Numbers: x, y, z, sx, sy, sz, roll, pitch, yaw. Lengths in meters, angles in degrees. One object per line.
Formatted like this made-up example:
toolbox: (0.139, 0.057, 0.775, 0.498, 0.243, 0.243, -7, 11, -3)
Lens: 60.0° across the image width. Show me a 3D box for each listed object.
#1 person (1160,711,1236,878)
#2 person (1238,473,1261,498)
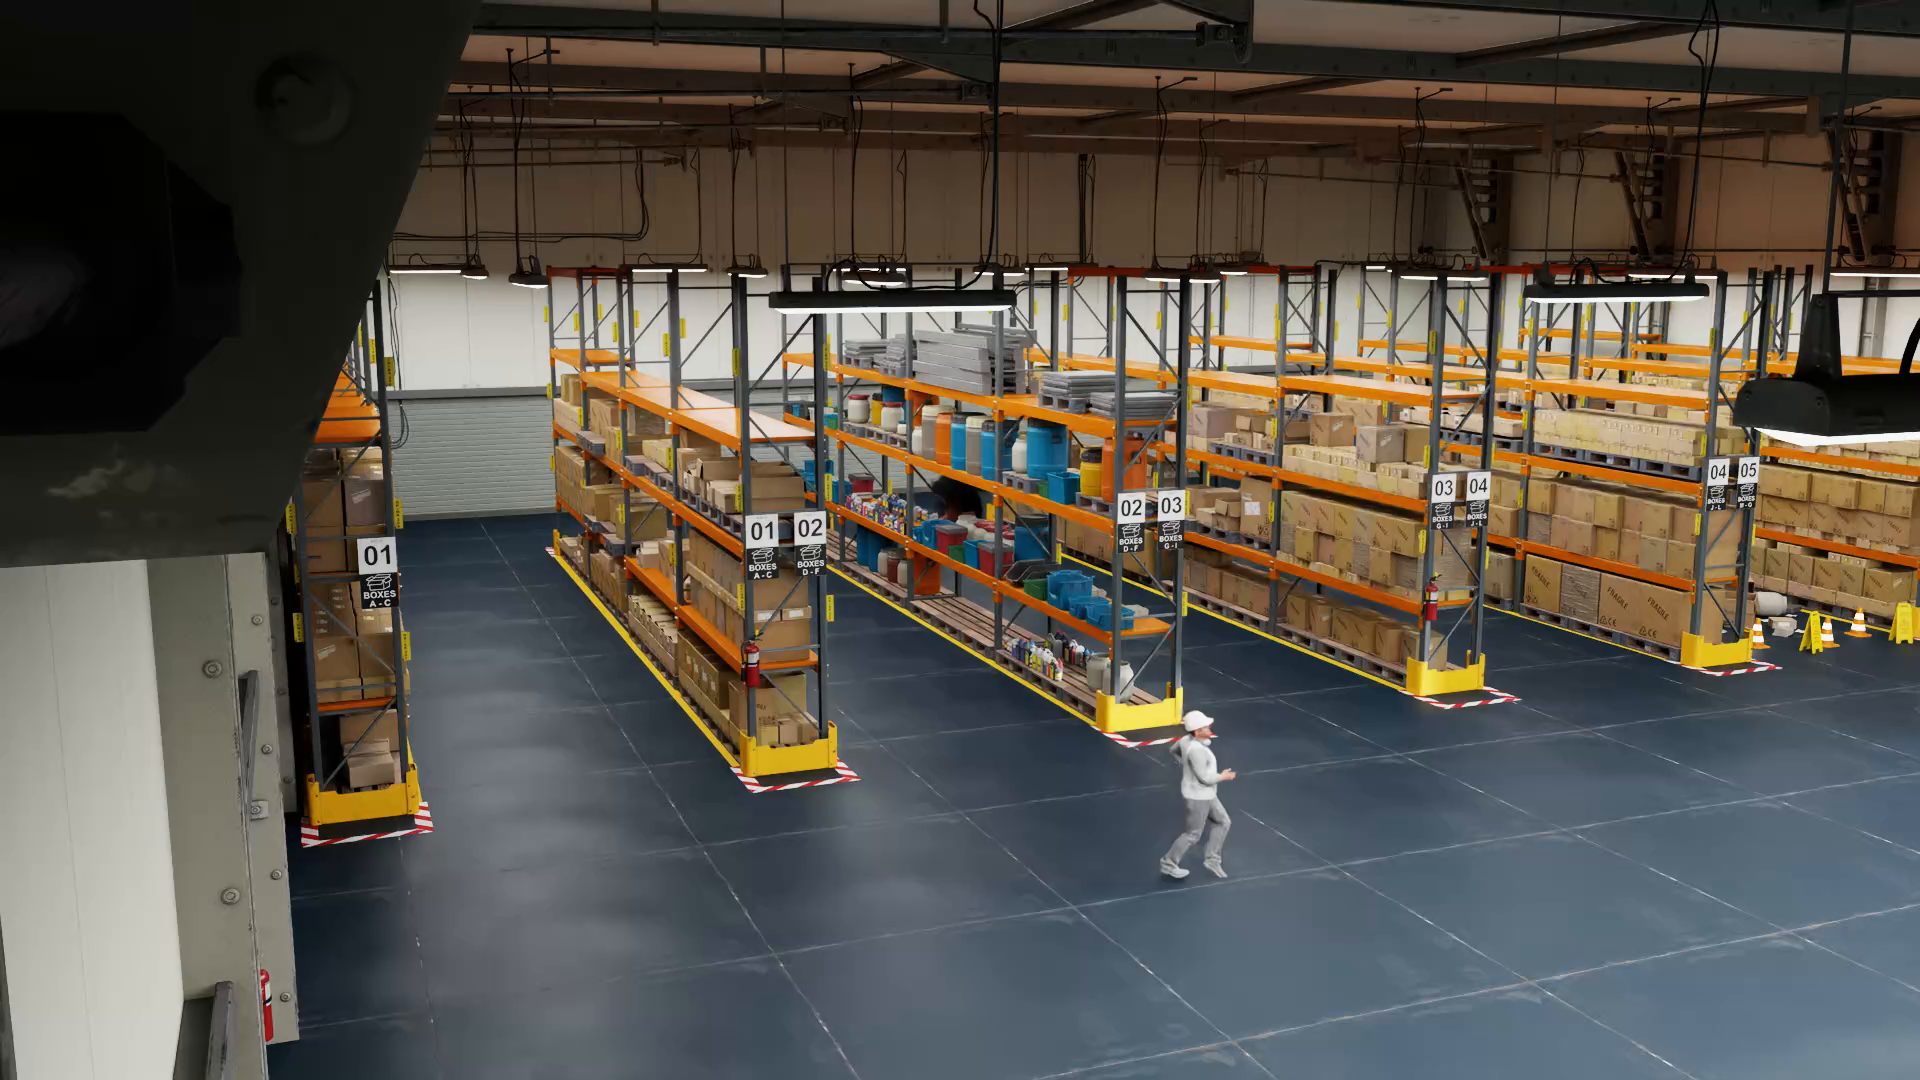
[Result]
person: (2.405, 2.594, 16.820, 0.751, 1.807, 0.659, 1, 10, 4)
person: (6.220, -0.620, 34.883, 0.656, 1.805, 0.940, -5, 11, -25)
